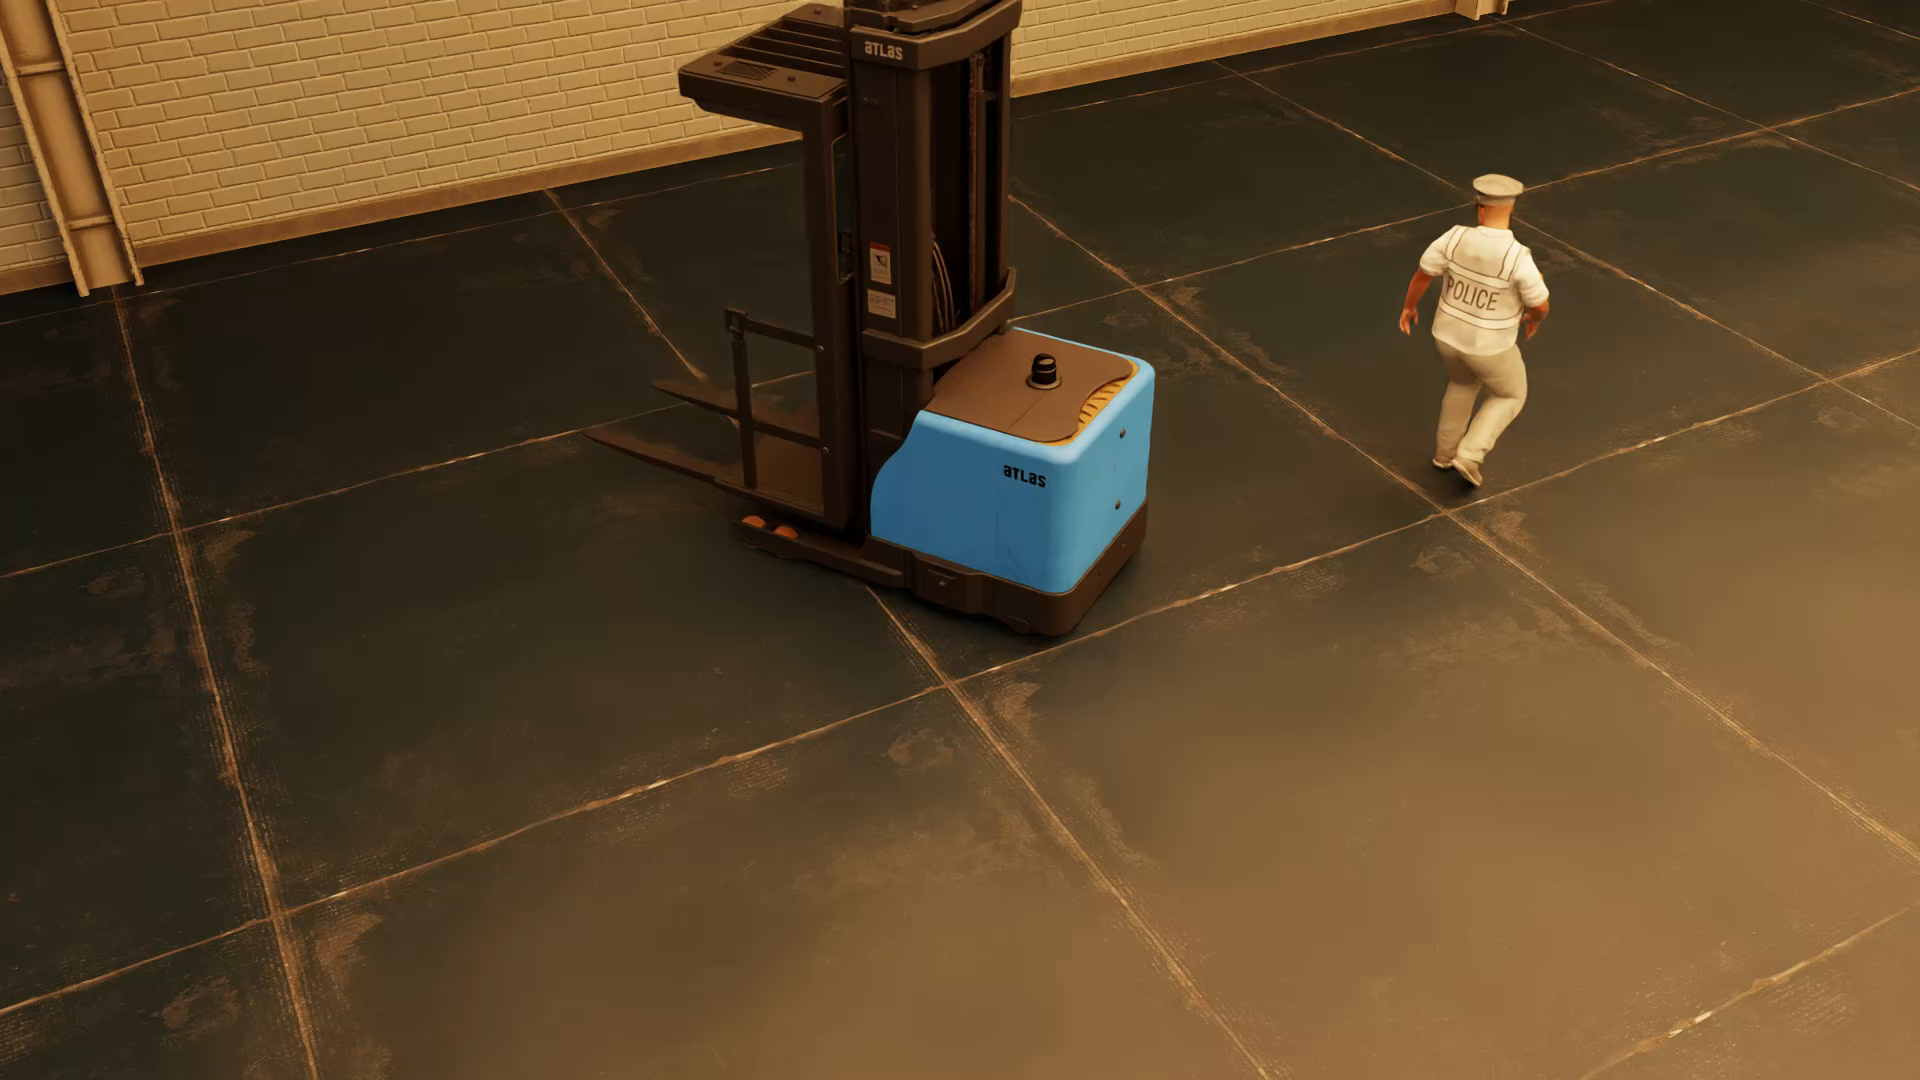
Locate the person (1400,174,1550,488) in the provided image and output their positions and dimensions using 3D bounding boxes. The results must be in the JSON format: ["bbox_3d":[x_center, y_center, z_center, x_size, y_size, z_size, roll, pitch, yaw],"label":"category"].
[{"bbox_3d":[2.710,-1.105,8.757,0.528,1.709,0.755,-25,42,-31],"label":"person"}]

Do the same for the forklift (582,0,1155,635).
[{"bbox_3d":[-0.586,-1.349,8.032,3.031,2.935,1.130,18,39,23],"label":"forklift"}]
